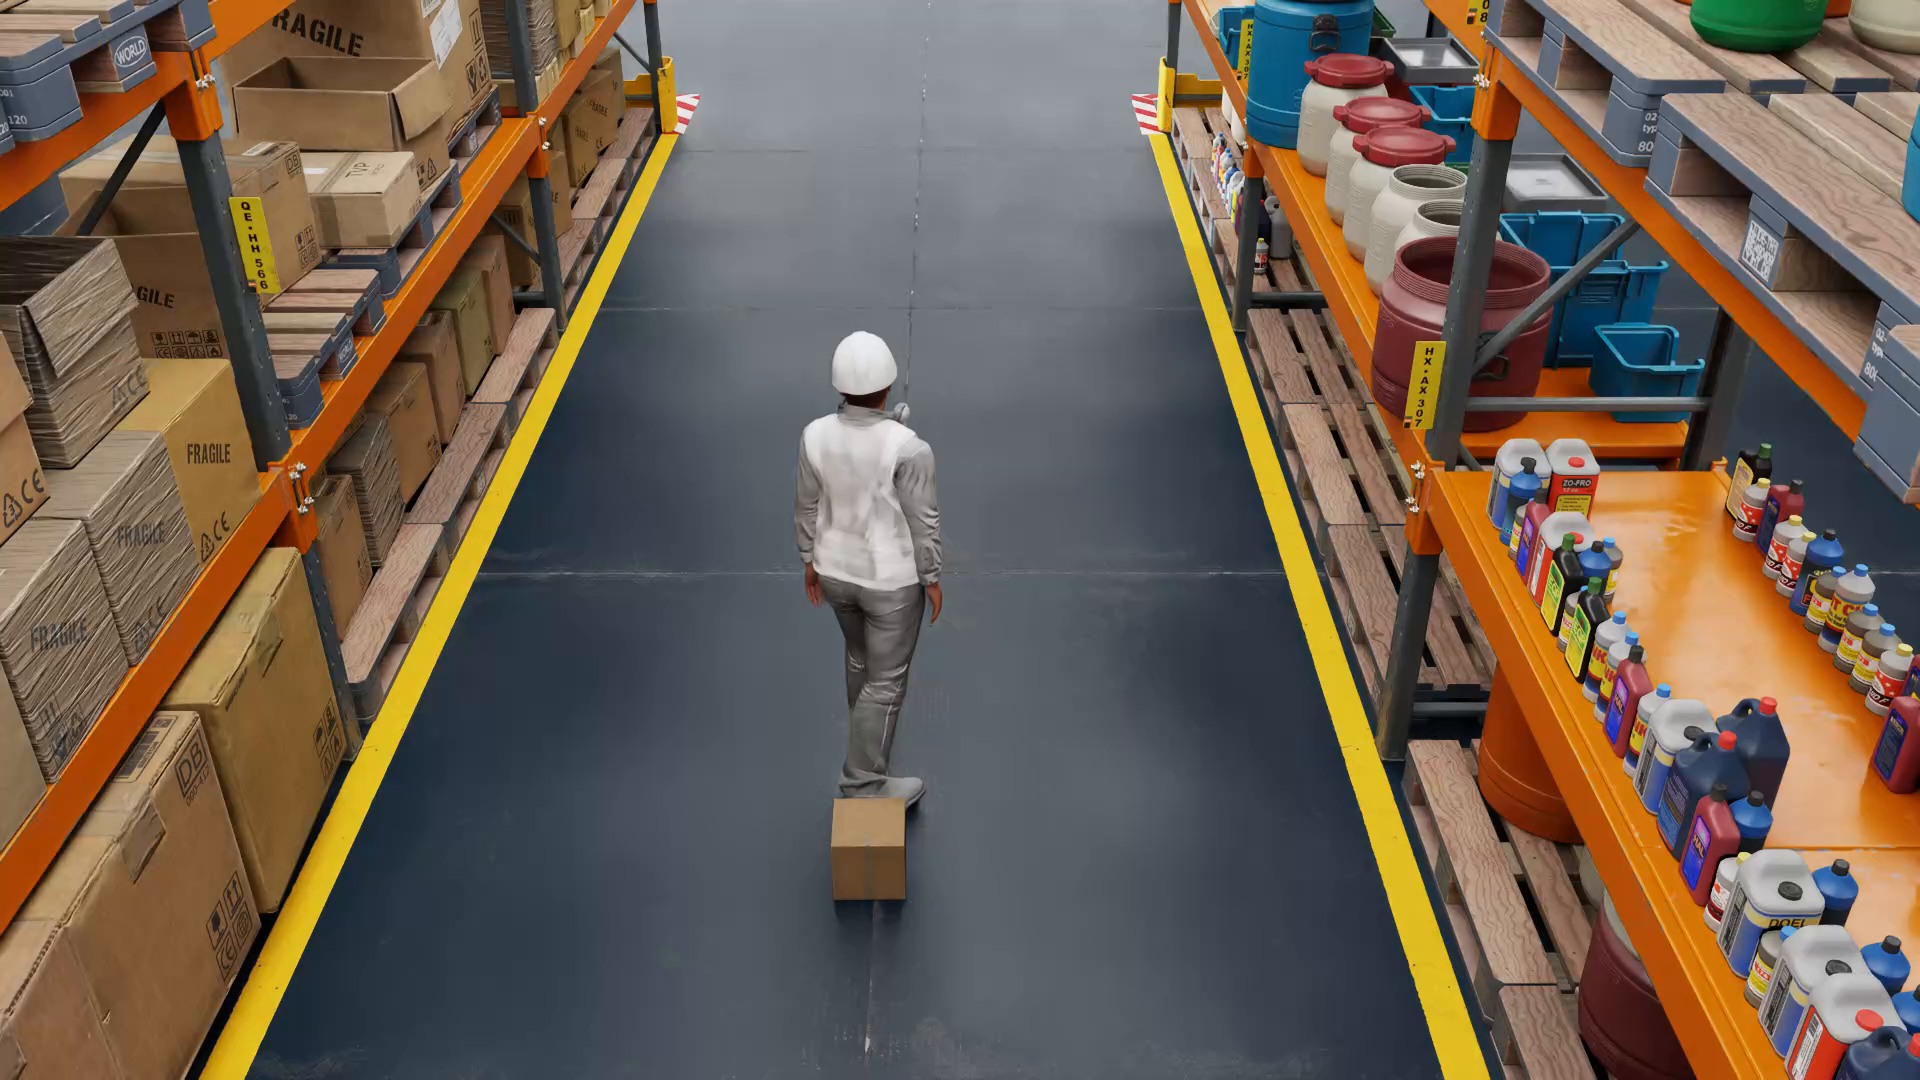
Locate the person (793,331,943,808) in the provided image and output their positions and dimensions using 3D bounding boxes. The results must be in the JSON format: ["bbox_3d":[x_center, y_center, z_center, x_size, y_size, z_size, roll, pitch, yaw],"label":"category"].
[{"bbox_3d":[-0.337,0.123,5.910,0.562,1.763,0.563,16,35,25],"label":"person"}]
